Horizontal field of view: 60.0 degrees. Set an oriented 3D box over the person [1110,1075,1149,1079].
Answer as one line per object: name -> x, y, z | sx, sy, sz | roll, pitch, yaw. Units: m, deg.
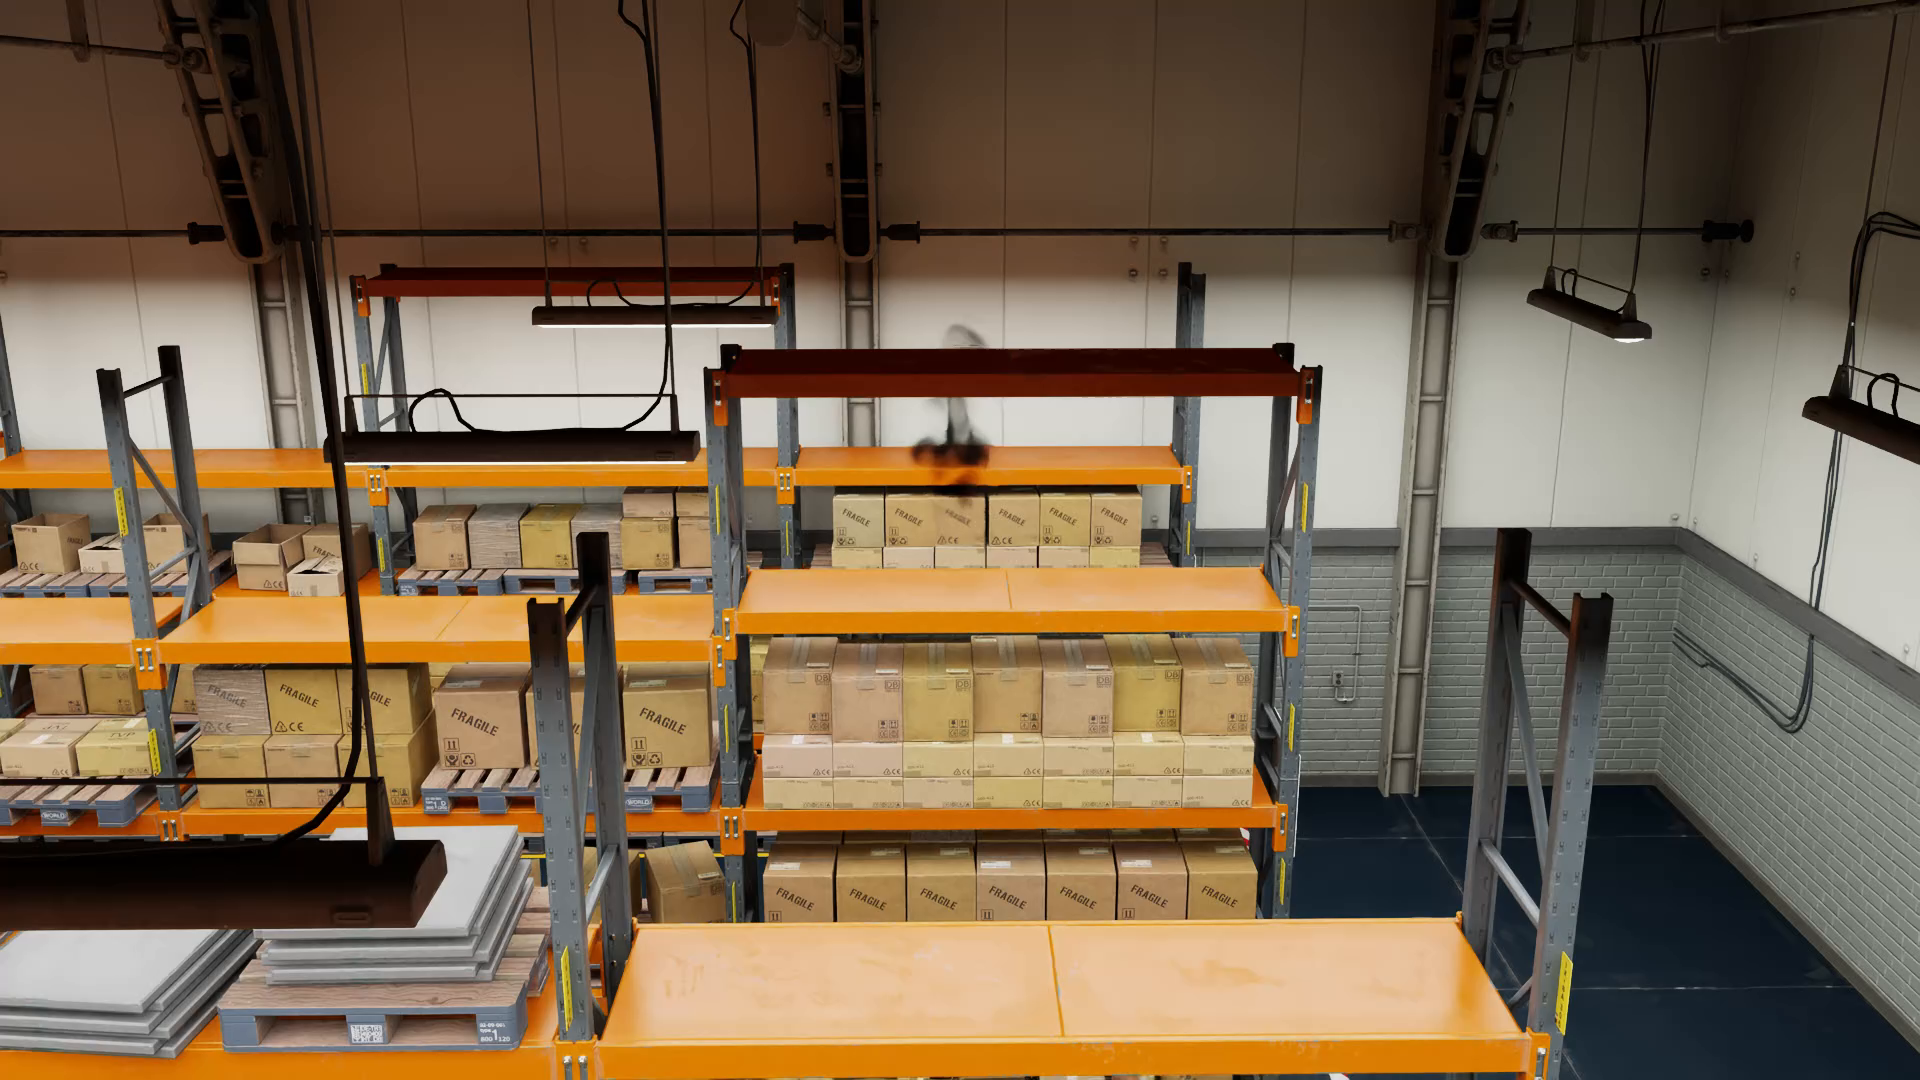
person -> 1.095, 4.150, 11.139 | 0.714, 1.741, 0.702 | -4, 17, -12
